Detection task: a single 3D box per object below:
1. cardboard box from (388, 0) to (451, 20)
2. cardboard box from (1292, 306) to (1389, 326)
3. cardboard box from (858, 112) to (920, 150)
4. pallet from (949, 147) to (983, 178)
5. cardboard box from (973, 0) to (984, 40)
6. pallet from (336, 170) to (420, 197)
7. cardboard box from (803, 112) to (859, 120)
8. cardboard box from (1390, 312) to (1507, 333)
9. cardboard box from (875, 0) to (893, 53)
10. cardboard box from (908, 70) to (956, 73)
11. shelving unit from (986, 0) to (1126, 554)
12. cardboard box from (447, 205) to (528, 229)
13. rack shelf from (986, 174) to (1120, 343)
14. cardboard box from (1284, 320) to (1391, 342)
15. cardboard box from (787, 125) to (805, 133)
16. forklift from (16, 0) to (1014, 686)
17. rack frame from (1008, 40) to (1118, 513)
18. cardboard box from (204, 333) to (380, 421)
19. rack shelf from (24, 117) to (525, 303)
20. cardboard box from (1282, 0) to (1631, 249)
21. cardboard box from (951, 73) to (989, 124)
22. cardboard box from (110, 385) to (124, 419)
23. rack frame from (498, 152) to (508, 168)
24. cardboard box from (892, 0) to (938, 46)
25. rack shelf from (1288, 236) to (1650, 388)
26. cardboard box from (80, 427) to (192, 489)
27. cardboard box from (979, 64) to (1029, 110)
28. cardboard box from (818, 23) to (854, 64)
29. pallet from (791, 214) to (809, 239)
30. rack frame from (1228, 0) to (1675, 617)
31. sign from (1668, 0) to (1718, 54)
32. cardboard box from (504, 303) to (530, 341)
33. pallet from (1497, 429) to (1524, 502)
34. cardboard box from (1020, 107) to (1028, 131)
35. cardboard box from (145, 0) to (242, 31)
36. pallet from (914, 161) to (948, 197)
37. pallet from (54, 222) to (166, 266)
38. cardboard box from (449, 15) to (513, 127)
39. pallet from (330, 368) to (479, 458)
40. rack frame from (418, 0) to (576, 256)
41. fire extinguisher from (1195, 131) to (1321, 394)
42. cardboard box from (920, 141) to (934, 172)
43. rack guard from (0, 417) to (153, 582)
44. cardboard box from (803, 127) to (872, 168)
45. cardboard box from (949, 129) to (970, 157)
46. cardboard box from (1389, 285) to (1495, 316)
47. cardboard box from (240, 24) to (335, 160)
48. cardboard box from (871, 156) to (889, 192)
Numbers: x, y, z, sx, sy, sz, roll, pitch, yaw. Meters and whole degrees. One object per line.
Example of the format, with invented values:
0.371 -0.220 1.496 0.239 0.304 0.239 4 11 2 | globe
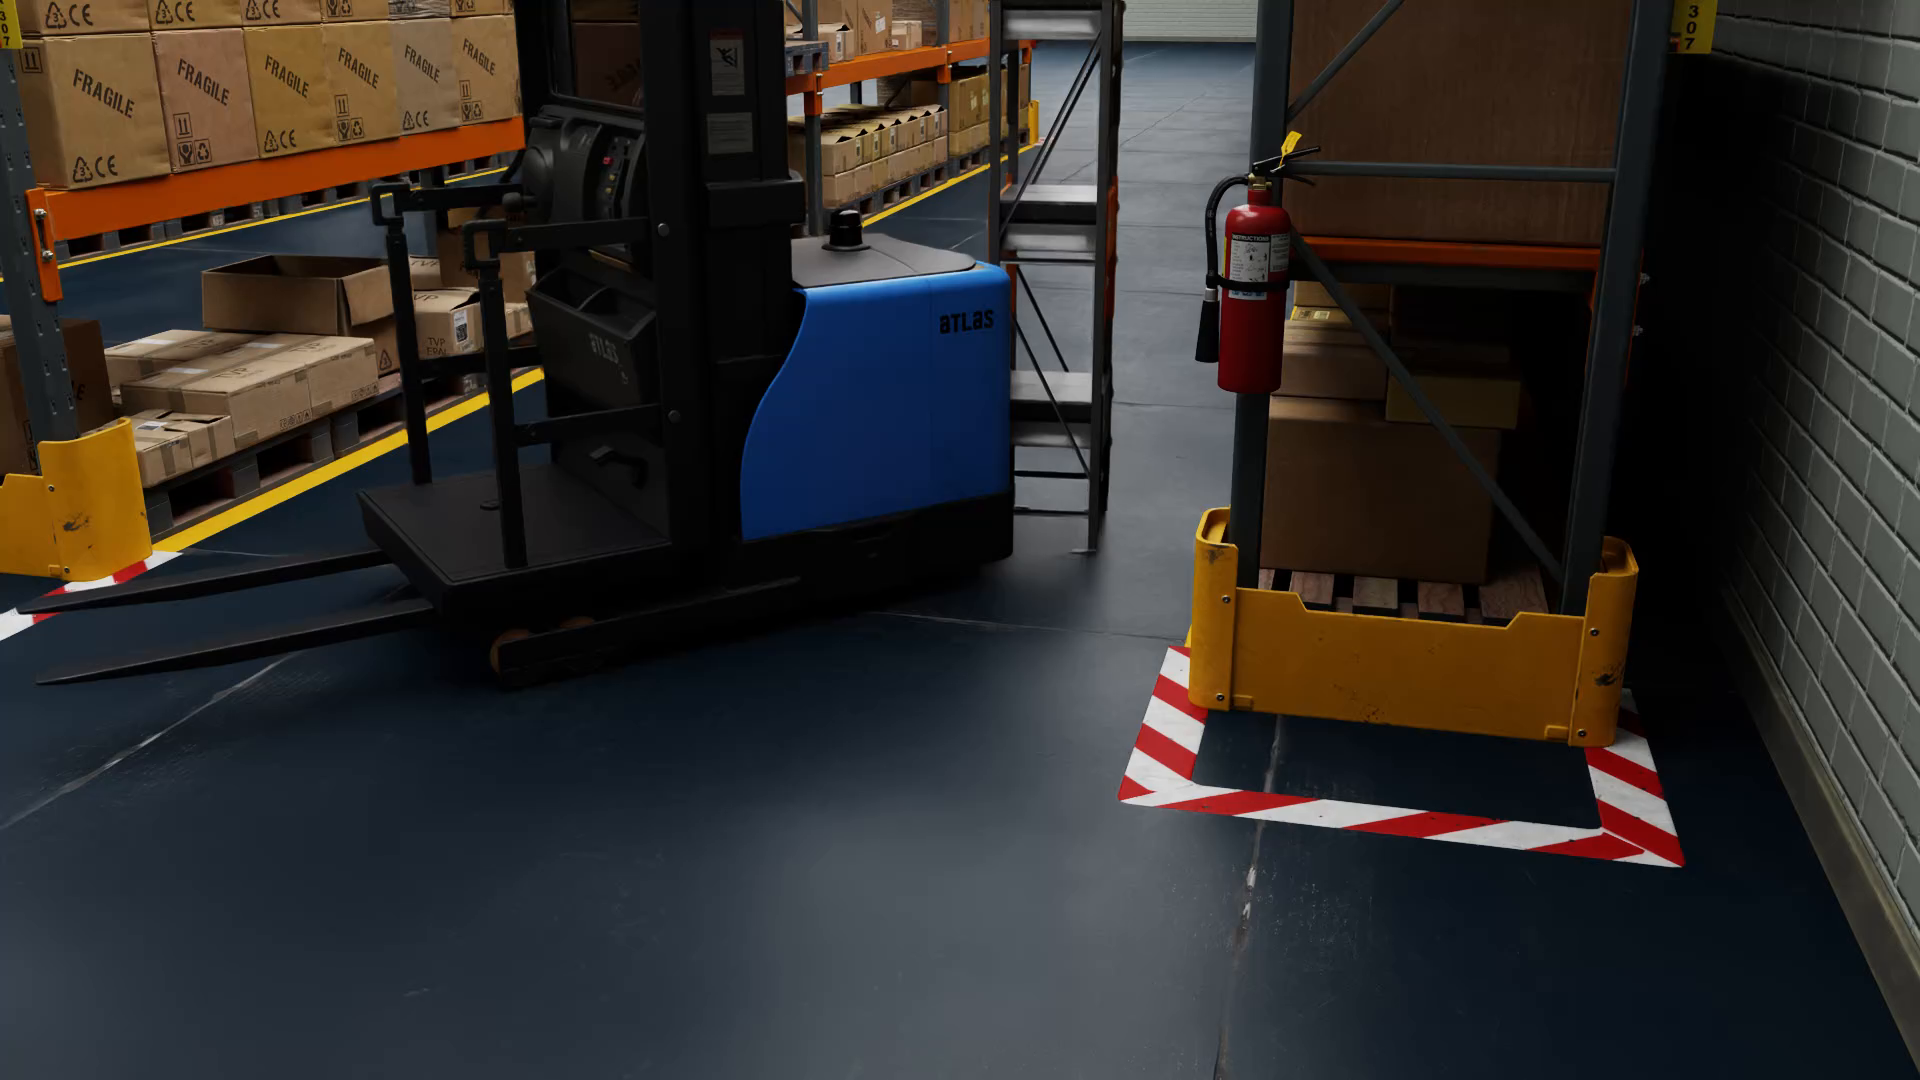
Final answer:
-2.681 -2.622 7.521 0.500 0.500 0.500 5 19 14 | cardboard box
1.706 -0.680 6.757 0.700 0.500 0.500 5 20 15 | cardboard box
-0.675 -3.800 15.409 0.500 0.311 0.500 5 19 13 | cardboard box
-0.374 -4.033 17.668 1.003 0.211 1.213 5 19 13 | pallet
-0.133 -5.777 18.305 0.700 0.500 0.500 5 20 15 | cardboard box
-5.861 -3.546 16.244 1.003 0.211 1.213 5 19 13 | pallet
-1.204 -3.841 15.528 0.500 0.311 0.500 4 19 12 | cardboard box
1.686 -0.687 5.774 0.380 0.149 0.250 5 19 14 | cardboard box
-0.941 -4.749 15.296 0.500 0.500 0.500 6 20 17 | cardboard box
-0.347 -4.992 18.606 0.500 0.500 0.500 5 19 13 | cardboard box
0.338 -1.032 5.959 0.431 2.100 0.503 3 19 8 | shelving unit
-2.720 -1.801 10.008 0.500 0.500 0.500 5 19 13 | cardboard box
0.338 -1.019 5.964 0.431 0.518 0.480 3 19 8 | rack shelf
1.255 -0.640 5.635 0.380 0.149 0.250 5 20 15 | cardboard box
-1.576 -3.363 14.128 0.500 0.311 0.500 4 19 13 | cardboard box
-1.334 -1.149 5.018 3.031 2.935 1.130 -12 22 -30 | forklift
0.375 -1.110 6.187 0.400 2.100 0.015 3 19 8 | rack frame
-2.888 -0.714 7.209 0.500 0.250 0.500 5 19 13 | cardboard box
-3.052 -1.632 7.437 1.077 0.370 4.000 5 19 13 | rack shelf
1.379 -1.258 4.765 0.980 0.700 0.700 6 20 16 | cardboard box
0.053 -4.793 18.023 0.500 0.500 0.500 5 19 13 | cardboard box
-3.460 -0.522 6.779 0.380 0.166 0.250 5 19 13 | cardboard box
-5.411 -5.499 17.646 1.000 3.000 0.127 5 19 13 | rack frame
-0.506 -5.293 16.889 0.700 0.500 0.500 4 19 12 | cardboard box
1.753 -1.242 6.295 1.077 0.370 4.000 5 19 13 | rack shelf
-3.105 -0.308 6.180 0.380 0.149 0.250 5 19 13 | cardboard box
0.526 -5.421 19.862 0.500 0.500 0.500 5 19 13 | cardboard box
-1.179 -4.075 13.617 0.500 0.311 0.500 4 19 13 | cardboard box
-1.805 -2.302 12.601 1.003 0.211 1.213 5 19 13 | pallet
1.264 -0.955 4.343 1.000 3.000 0.127 5 19 13 | rack frame
1.801 -1.357 4.057 0.100 0.325 0.005 5 19 13 | sign
-2.461 -1.135 8.599 0.380 0.149 0.250 5 19 13 | cardboard box
1.684 -0.273 6.662 1.003 0.211 1.213 5 19 13 | pallet
0.524 -5.066 19.984 0.500 0.250 0.500 5 19 13 | cardboard box
-3.056 -2.148 6.135 0.500 0.500 0.500 5 19 14 | cardboard box
-0.751 -3.553 16.262 1.003 0.211 1.213 5 19 13 | pallet
-6.840 -2.294 12.577 1.003 0.211 1.213 5 19 13 | pallet
-2.561 -2.308 8.148 0.500 0.500 0.500 5 20 15 | cardboard box
-3.028 -0.680 7.853 1.003 0.211 1.213 5 19 13 | pallet
-2.563 -2.599 9.156 1.000 3.000 0.127 5 19 13 | rack frame
0.780 -0.731 4.384 0.296 0.674 0.183 5 19 13 | fire extinguisher
-0.554 -3.693 15.962 0.500 0.250 0.500 4 19 13 | cardboard box
-3.522 -0.186 5.959 1.175 0.500 0.348 5 19 13 | rack guard
-1.053 -3.322 14.009 0.500 0.311 0.500 4 19 12 | cardboard box
-0.201 -4.125 17.229 0.500 0.250 0.500 5 19 13 | cardboard box
1.872 -0.927 6.475 0.380 0.149 0.250 4 19 12 | cardboard box
-2.930 -1.830 6.750 0.500 0.500 0.500 5 19 13 | cardboard box
-0.930 -3.212 14.555 0.500 0.250 0.500 4 19 12 | cardboard box
